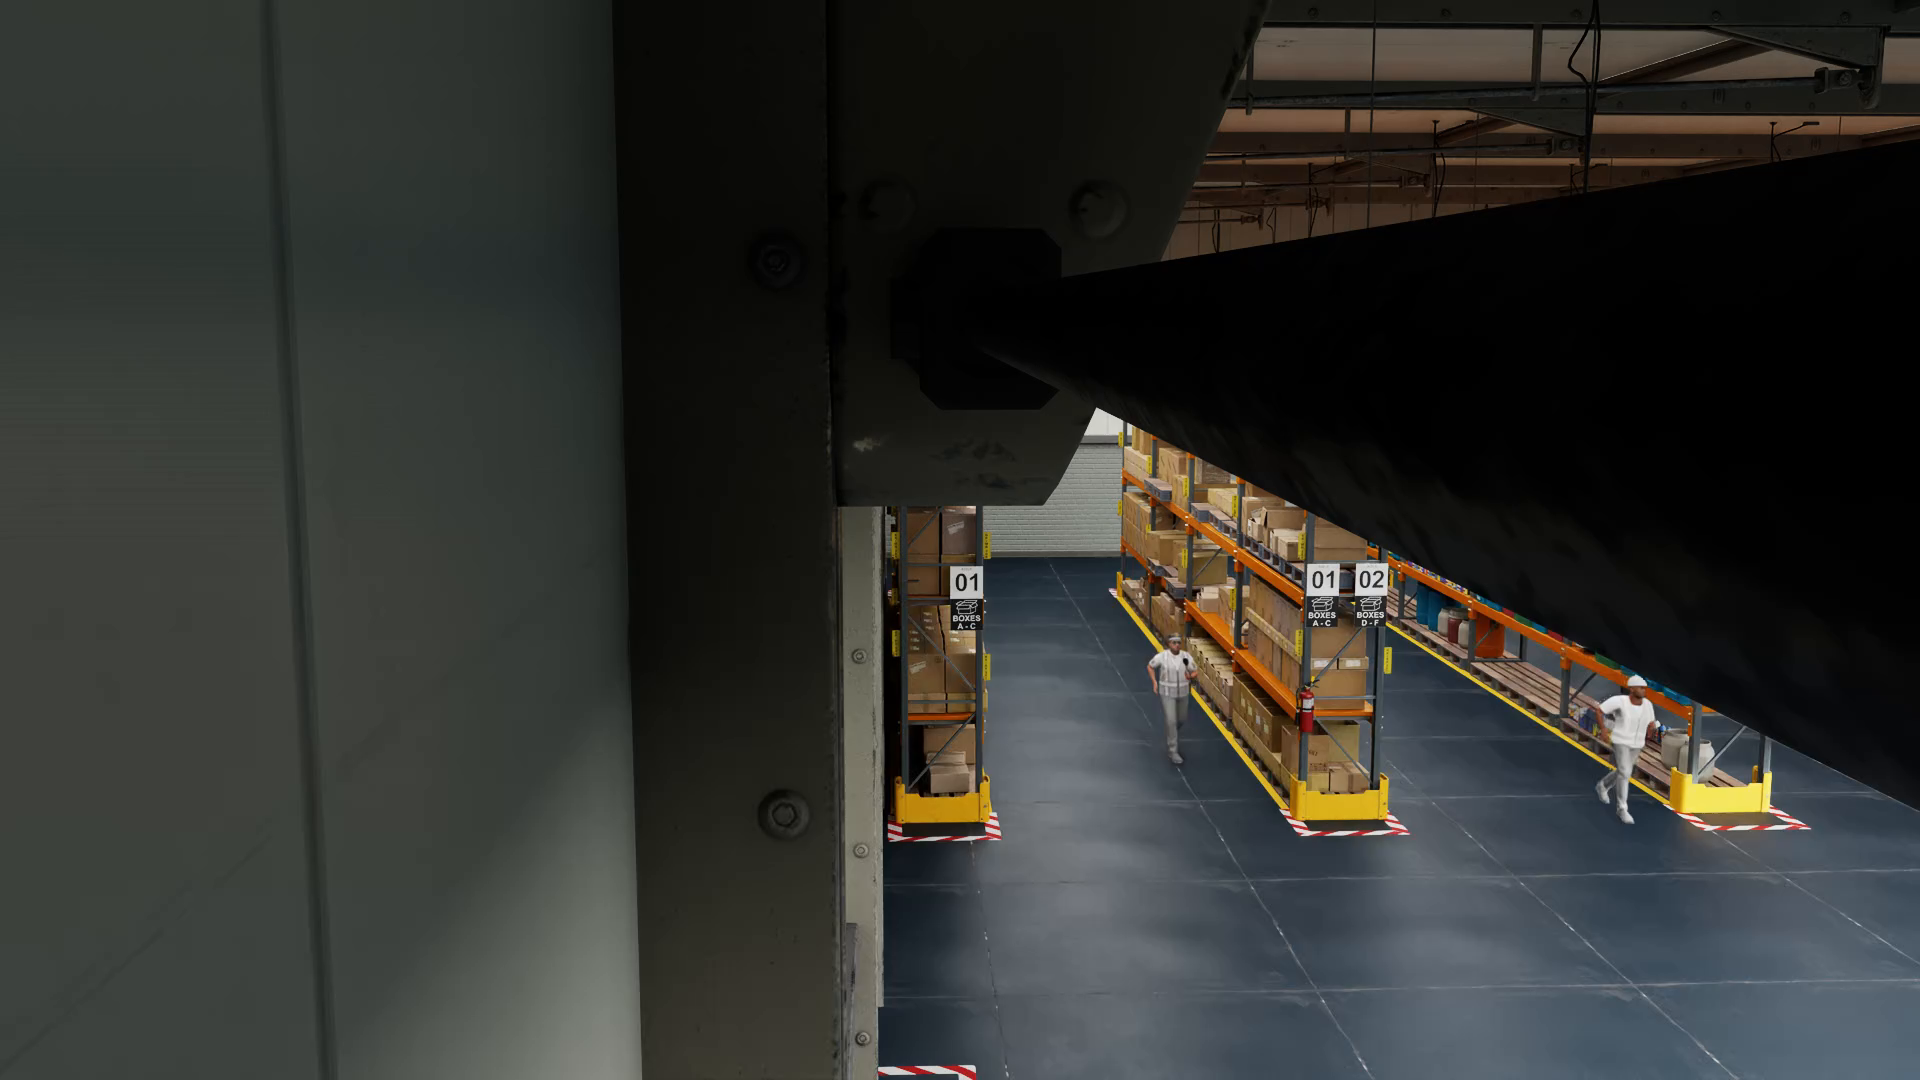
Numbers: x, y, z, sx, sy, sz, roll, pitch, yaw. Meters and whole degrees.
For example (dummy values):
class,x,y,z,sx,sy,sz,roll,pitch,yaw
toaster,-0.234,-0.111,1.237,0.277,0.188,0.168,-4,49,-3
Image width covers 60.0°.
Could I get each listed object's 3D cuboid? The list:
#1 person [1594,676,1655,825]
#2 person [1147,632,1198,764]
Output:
class,x,y,z,sx,sy,sz,roll,pitch,yaw
person,8.352,2.559,20.798,0.728,1.761,0.923,-2,8,-14
person,3.012,2.157,23.369,0.662,1.768,0.989,-2,8,-12
